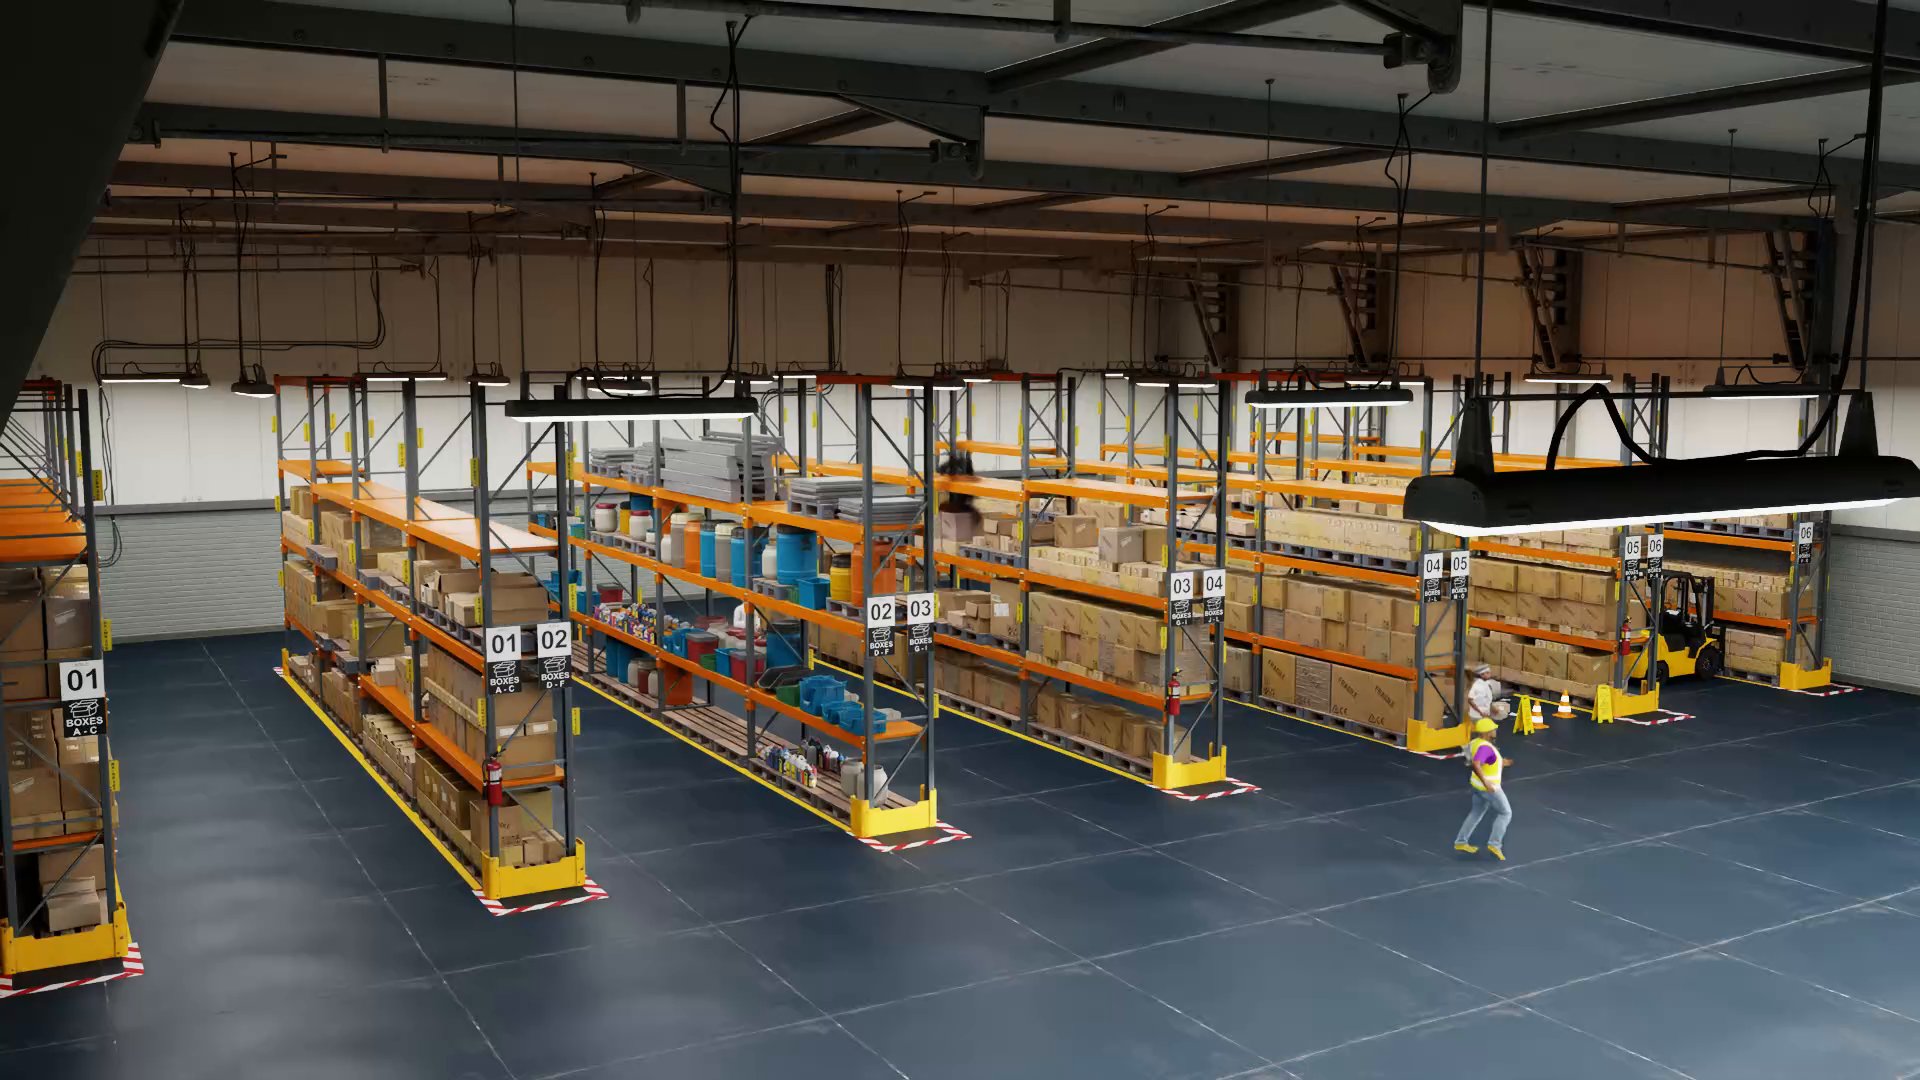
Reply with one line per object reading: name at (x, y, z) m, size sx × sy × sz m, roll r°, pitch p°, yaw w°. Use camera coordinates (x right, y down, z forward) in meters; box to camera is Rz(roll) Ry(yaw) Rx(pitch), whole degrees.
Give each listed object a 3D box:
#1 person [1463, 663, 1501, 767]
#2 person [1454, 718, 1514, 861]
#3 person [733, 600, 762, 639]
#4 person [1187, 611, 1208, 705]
person at (8.059, 2.716, 25.673) m, size 0.527 × 1.652 × 0.541 m, roll 3°, pitch 7°, yaw 26°
person at (6.665, 3.159, 21.047) m, size 0.751 × 1.823 × 0.669 m, roll -1°, pitch 6°, yaw -7°
person at (-4.092, 1.895, 32.604) m, size 0.694 × 1.763 × 0.673 m, roll -5°, pitch 8°, yaw -40°
person at (4.220, 2.156, 30.259) m, size 0.651 × 1.743 × 0.585 m, roll -5°, pitch 8°, yaw -37°
